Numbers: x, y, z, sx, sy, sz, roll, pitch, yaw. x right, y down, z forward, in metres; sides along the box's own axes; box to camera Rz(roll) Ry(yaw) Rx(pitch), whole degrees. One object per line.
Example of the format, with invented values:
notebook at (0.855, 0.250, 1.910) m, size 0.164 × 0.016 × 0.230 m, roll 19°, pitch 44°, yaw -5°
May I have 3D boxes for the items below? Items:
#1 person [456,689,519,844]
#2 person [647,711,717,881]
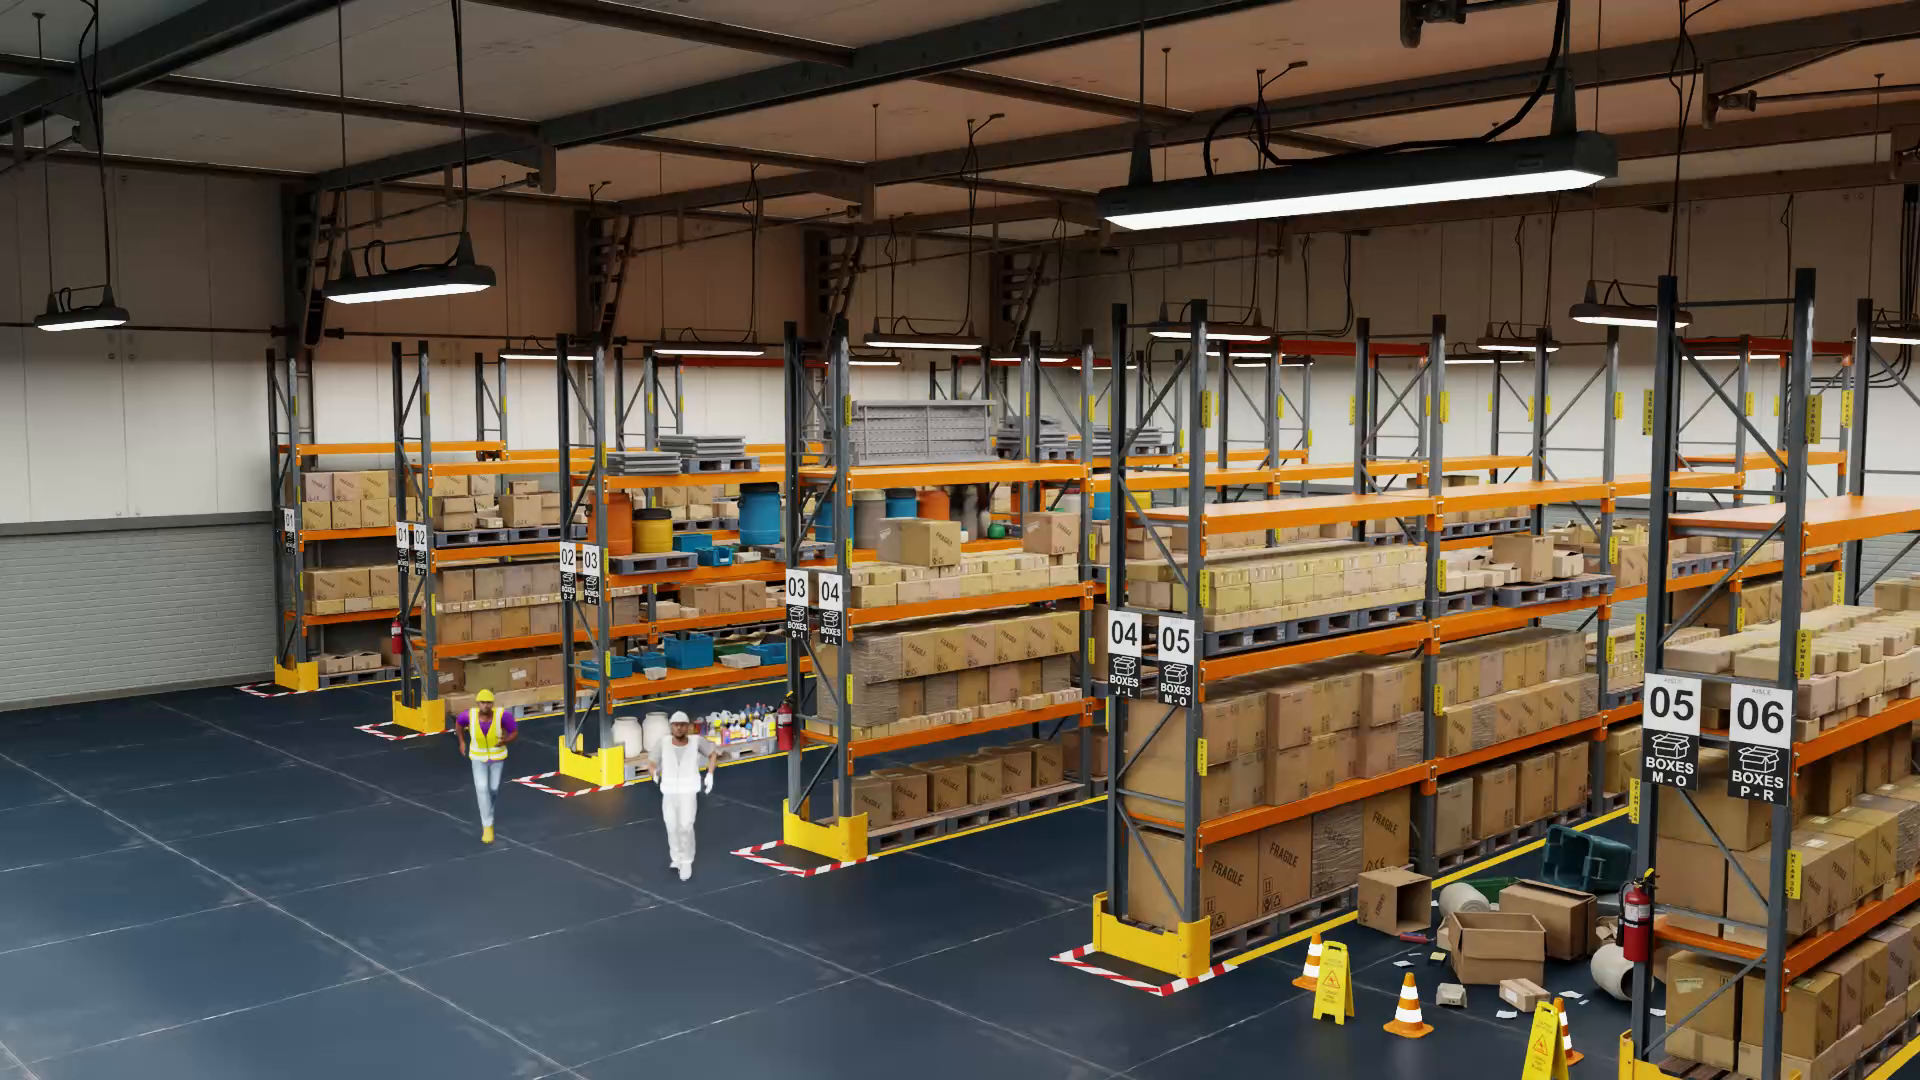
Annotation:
person at (-5.582, 2.605, 19.667) m, size 0.699 × 1.770 × 1.076 m, roll -2°, pitch 5°, yaw -21°
person at (-3.008, 2.730, 17.826) m, size 0.701 × 1.802 × 0.749 m, roll 0°, pitch 5°, yaw 4°
